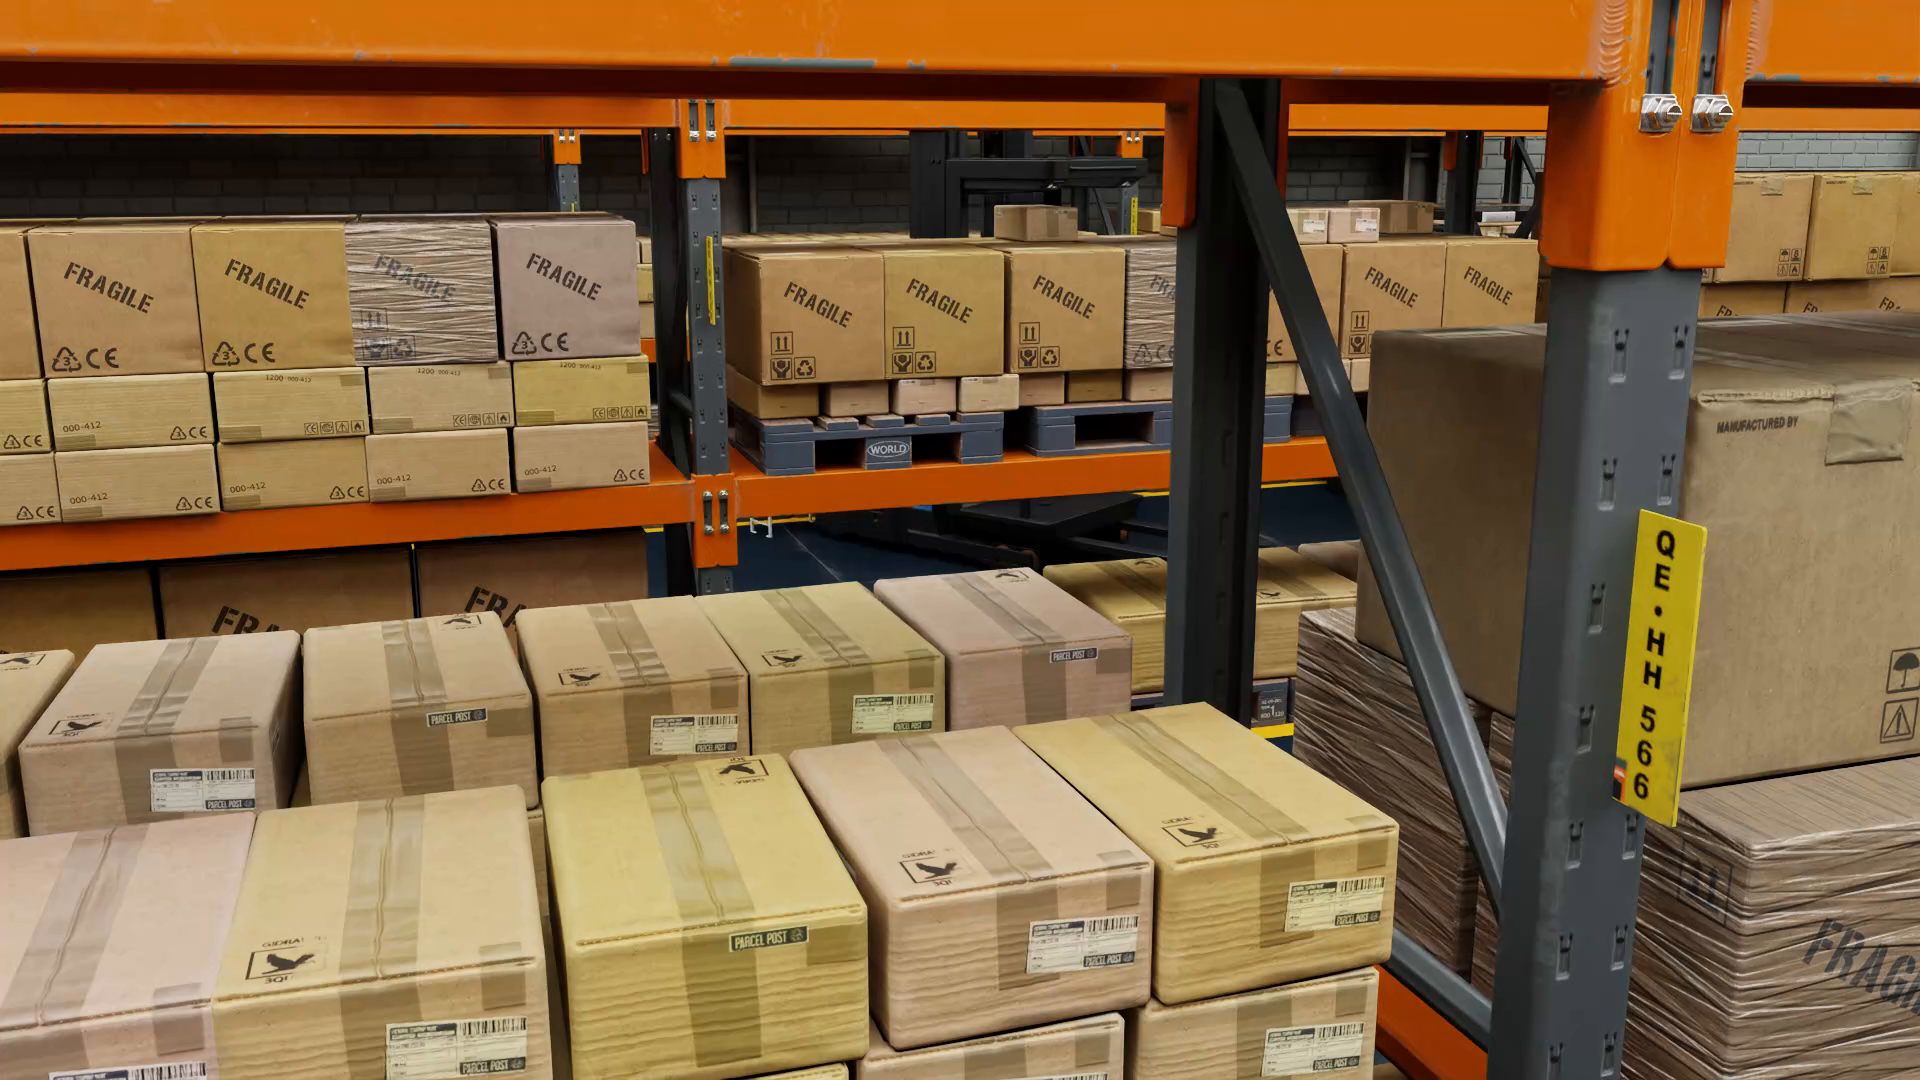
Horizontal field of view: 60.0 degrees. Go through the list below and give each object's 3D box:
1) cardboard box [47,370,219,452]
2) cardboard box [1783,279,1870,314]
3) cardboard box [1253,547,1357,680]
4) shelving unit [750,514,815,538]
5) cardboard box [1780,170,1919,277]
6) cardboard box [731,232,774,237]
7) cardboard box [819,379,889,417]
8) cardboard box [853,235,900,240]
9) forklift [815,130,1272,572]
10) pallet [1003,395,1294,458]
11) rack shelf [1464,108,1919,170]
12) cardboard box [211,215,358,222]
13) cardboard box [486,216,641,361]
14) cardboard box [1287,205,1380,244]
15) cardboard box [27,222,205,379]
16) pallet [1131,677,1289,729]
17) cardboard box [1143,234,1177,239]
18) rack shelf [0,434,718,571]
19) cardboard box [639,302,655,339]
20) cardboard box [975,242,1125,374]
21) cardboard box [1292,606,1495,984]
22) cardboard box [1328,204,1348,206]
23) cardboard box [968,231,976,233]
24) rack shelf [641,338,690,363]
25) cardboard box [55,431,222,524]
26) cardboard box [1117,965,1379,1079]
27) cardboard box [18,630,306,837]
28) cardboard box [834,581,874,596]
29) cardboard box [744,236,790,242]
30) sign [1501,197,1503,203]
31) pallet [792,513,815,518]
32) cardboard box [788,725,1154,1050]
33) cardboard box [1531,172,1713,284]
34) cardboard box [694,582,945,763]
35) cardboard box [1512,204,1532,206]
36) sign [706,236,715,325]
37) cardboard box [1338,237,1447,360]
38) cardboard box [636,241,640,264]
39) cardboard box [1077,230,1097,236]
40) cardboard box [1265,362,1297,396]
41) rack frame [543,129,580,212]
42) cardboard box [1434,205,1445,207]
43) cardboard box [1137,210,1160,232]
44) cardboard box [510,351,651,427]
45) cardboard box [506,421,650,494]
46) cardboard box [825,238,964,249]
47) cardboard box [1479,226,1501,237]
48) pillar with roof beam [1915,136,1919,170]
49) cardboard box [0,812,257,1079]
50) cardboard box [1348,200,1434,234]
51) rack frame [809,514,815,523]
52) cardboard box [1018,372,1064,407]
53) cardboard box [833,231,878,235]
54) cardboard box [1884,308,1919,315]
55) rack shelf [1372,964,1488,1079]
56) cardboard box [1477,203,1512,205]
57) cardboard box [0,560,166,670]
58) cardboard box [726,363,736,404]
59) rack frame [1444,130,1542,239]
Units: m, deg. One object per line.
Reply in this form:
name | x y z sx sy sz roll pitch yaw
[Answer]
cardboard box | -2.954 -0.496 5.988 0.500 0.250 0.500 -5 14 -20
cardboard box | 4.125 -1.072 8.311 0.500 0.500 0.500 -5 14 -19
cardboard box | 1.494 0.336 8.020 0.625 0.372 0.950 -4 14 -15
shelving unit | -1.164 -0.656 11.307 0.503 1.200 0.258 -11 17 -39
cardboard box | 4.597 -1.619 8.446 0.500 0.500 0.700 -5 14 -18
cardboard box | -1.503 -2.142 12.050 0.250 0.149 0.380 -5 14 -18
cardboard box | -0.475 -0.615 6.882 0.250 0.149 0.380 -5 14 -22
cardboard box | -0.597 -2.073 11.757 0.250 0.149 0.380 -5 14 -20
forklift | 0.491 -1.337 10.431 3.031 2.935 1.130 10 17 37
pallet | 0.743 -0.598 7.589 1.213 0.211 1.003 -4 14 -18
rack shelf | 4.566 -2.088 8.513 4.000 0.370 1.077 -4 14 -18
cardboard box | -2.628 -1.015 6.551 0.500 0.500 0.500 -4 14 -16
cardboard box | -1.527 -0.976 6.386 0.500 0.500 0.500 -5 14 -20
cardboard box | 1.656 -1.407 7.409 0.250 0.149 0.380 -5 14 -20
cardboard box | -2.966 -0.865 5.921 0.500 0.500 0.500 -5 14 -19
pallet | 0.775 0.674 7.854 1.213 0.211 1.003 -4 14 -18
cardboard box | 1.187 -1.187 7.884 0.500 0.500 0.500 -5 14 -18
rack shelf | -3.016 -0.039 6.378 4.000 0.370 1.077 -4 14 -18
cardboard box | -2.209 -1.531 11.420 0.500 0.250 0.500 -4 14 -18
cardboard box | 0.373 -0.997 7.086 0.500 0.500 0.500 -4 14 -17
cardboard box | 0.895 0.401 2.758 0.500 0.500 0.500 -4 14 -18
cardboard box | 3.223 -2.674 13.641 0.250 0.149 0.380 -5 14 -19
cardboard box | -0.061 -2.255 12.524 0.250 0.149 0.380 -5 14 -19
rack shelf | -0.812 -1.422 12.194 4.000 0.370 1.077 -4 14 -18
cardboard box | -2.953 -0.250 6.037 0.500 0.250 0.500 -5 14 -19
cardboard box | 0.231 0.452 1.755 0.250 0.149 0.380 -4 14 -17
cardboard box | -0.941 0.239 2.004 0.250 0.149 0.380 -4 14 -15
cardboard box | -0.582 0.498 7.337 0.625 0.372 0.950 -5 14 -22
cardboard box | -1.351 -2.039 11.617 0.250 0.149 0.380 -4 14 -17
sign | 4.704 -2.797 14.377 0.005 0.325 0.100 -4 14 -18
pallet | -0.760 -0.409 12.408 1.213 0.211 1.003 -4 14 -18
cardboard box | -0.003 0.325 1.643 0.250 0.149 0.380 -5 14 -19
cardboard box | 3.157 -1.496 7.931 0.500 0.500 0.700 -5 14 -19
cardboard box | -0.200 0.182 2.243 0.250 0.149 0.380 -5 14 -20
cardboard box | 4.603 -2.651 13.546 0.250 0.149 0.380 -4 14 -18
sign | -0.940 -0.978 6.270 0.005 0.325 0.100 -4 14 -18
cardboard box | 1.836 -1.108 7.552 0.500 0.500 0.500 -4 14 -18
cardboard box | -2.311 -1.948 11.231 0.250 0.149 0.380 -4 14 -16
cardboard box | 0.831 -2.210 12.334 0.250 0.149 0.380 -4 14 -16
cardboard box | 1.299 -0.743 7.419 0.250 0.149 0.380 -4 14 -18
rack frame | -2.707 -1.625 11.491 0.127 3.000 1.000 -4 14 -18
cardboard box | 3.880 -2.599 13.326 0.250 0.149 0.380 -4 14 -18
cardboard box | 1.481 -2.387 12.436 0.250 0.149 0.380 -4 14 -17
cardboard box | -1.499 -0.615 6.490 0.500 0.250 0.500 -5 14 -18
cardboard box | -1.517 -0.369 6.536 0.500 0.250 0.500 -5 14 -20
cardboard box | -0.292 -1.069 7.388 0.500 0.500 0.500 -5 14 -19
cardboard box | 4.138 -2.461 13.390 0.250 0.149 0.380 -4 14 -17
pillar with roof beam | 10.987 -4.779 11.786 0.400 9.000 9.100 -4 14 -18
cardboard box | -0.734 0.382 1.406 0.250 0.149 0.380 -4 14 -18
cardboard box | 2.112 -1.588 8.167 0.250 0.149 0.380 -5 14 -18
rack frame | -0.978 -0.693 11.462 0.015 1.200 0.240 -11 17 -39
cardboard box | 0.270 -0.676 7.137 0.250 0.149 0.380 -4 14 -15
cardboard box | -0.778 -2.203 12.304 0.250 0.149 0.380 -4 14 -18
cardboard box | 1.947 -0.100 2.704 0.500 0.500 0.700 -5 14 -19
rack shelf | 2.449 0.744 3.086 4.000 0.370 1.077 -4 14 -18
cardboard box | 4.489 -2.746 13.945 0.250 0.149 0.380 -5 14 -19
cardboard box | -3.496 0.457 6.425 0.875 0.875 0.875 -4 14 -16
cardboard box | -0.885 -0.694 7.214 0.250 0.149 0.380 -4 14 -16
rack frame | 2.671 -0.831 8.156 0.127 3.000 1.000 -4 14 -18
